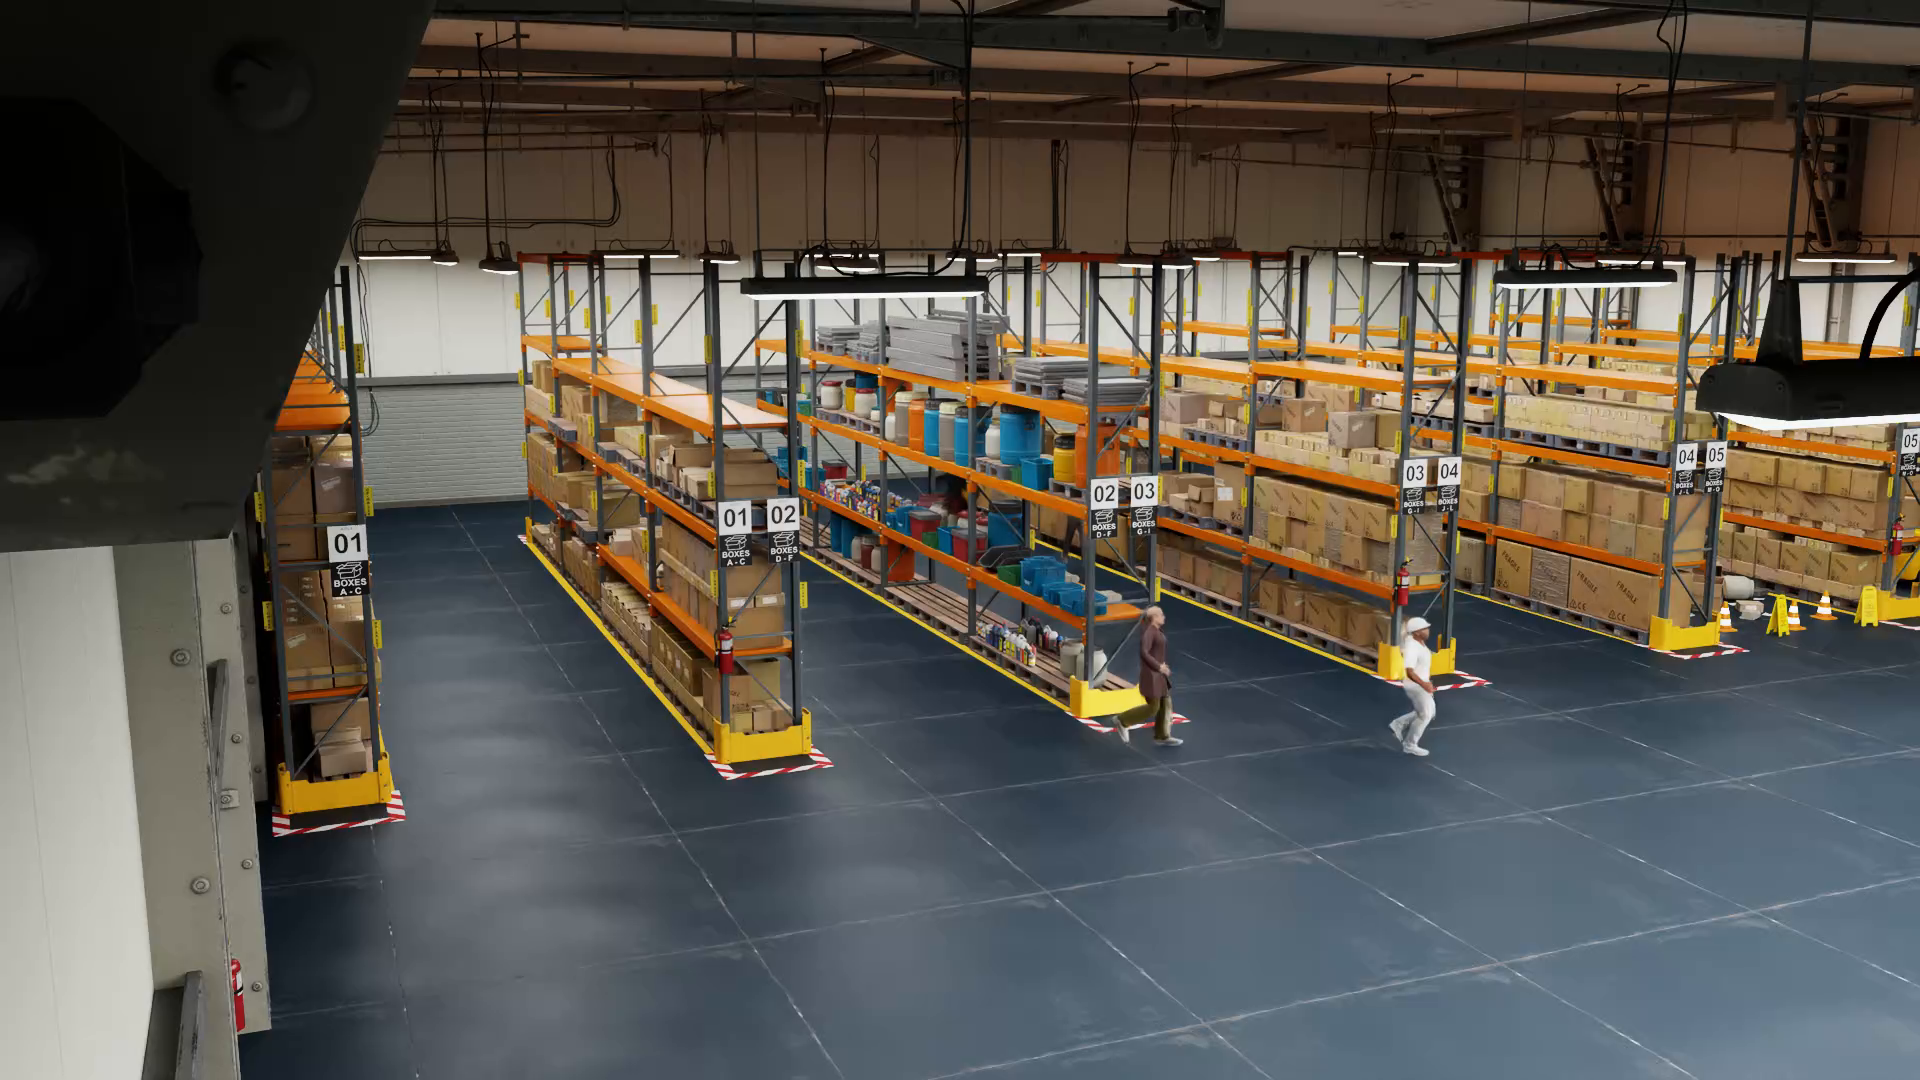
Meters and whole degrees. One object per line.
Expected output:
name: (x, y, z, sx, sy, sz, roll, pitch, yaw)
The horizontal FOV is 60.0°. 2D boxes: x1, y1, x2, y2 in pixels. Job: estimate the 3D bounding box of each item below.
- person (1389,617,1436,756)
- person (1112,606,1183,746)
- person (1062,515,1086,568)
person: (5.594, 1.791, 20.493, 0.546, 1.729, 0.698, 3, 11, 14)
person: (2.361, 1.698, 20.912, 0.889, 1.758, 0.769, 1, 10, 3)
person: (2.163, -0.312, 30.562, 0.577, 1.699, 0.880, -4, 11, -22)
